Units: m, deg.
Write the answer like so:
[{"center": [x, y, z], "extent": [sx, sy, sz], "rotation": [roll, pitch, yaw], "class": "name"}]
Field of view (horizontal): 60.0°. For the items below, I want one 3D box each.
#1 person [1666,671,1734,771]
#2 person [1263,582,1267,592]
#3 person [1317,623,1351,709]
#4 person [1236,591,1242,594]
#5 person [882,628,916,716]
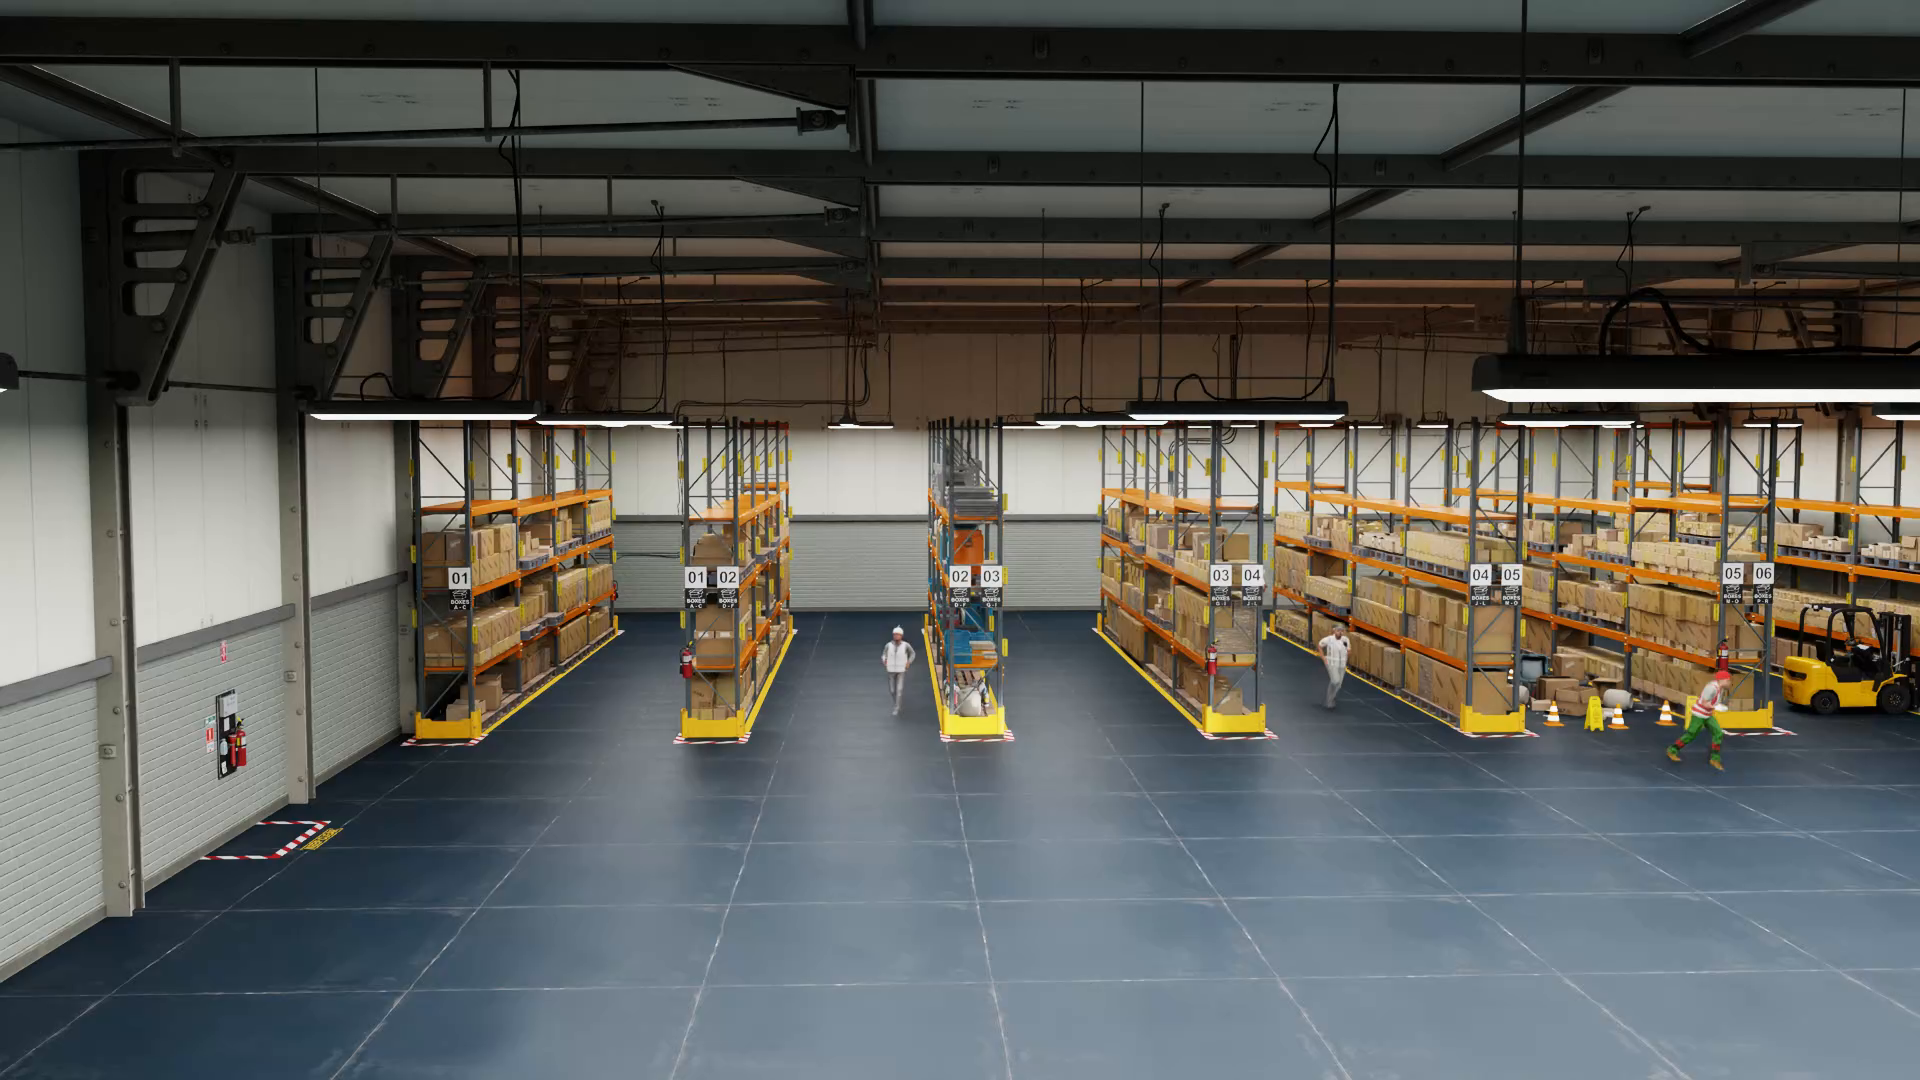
[{"center": [12.606, 3.054, 28.332], "extent": [1.048, 1.732, 0.706], "rotation": [3, 5, 40], "class": "person"}, {"center": [8.616, 1.647, 48.972], "extent": [0.829, 1.652, 0.796], "rotation": [-1, 4, -17], "class": "person"}, {"center": [7.801, 2.581, 34.434], "extent": [0.649, 1.736, 0.723], "rotation": [-1, 4, -14], "class": "person"}, {"center": [7.766, 1.894, 47.119], "extent": [0.574, 1.577, 0.783], "rotation": [1, 4, 19], "class": "person"}, {"center": [-1.262, 2.642, 33.617], "extent": [0.677, 1.750, 0.940], "rotation": [1, 4, 13], "class": "person"}]
